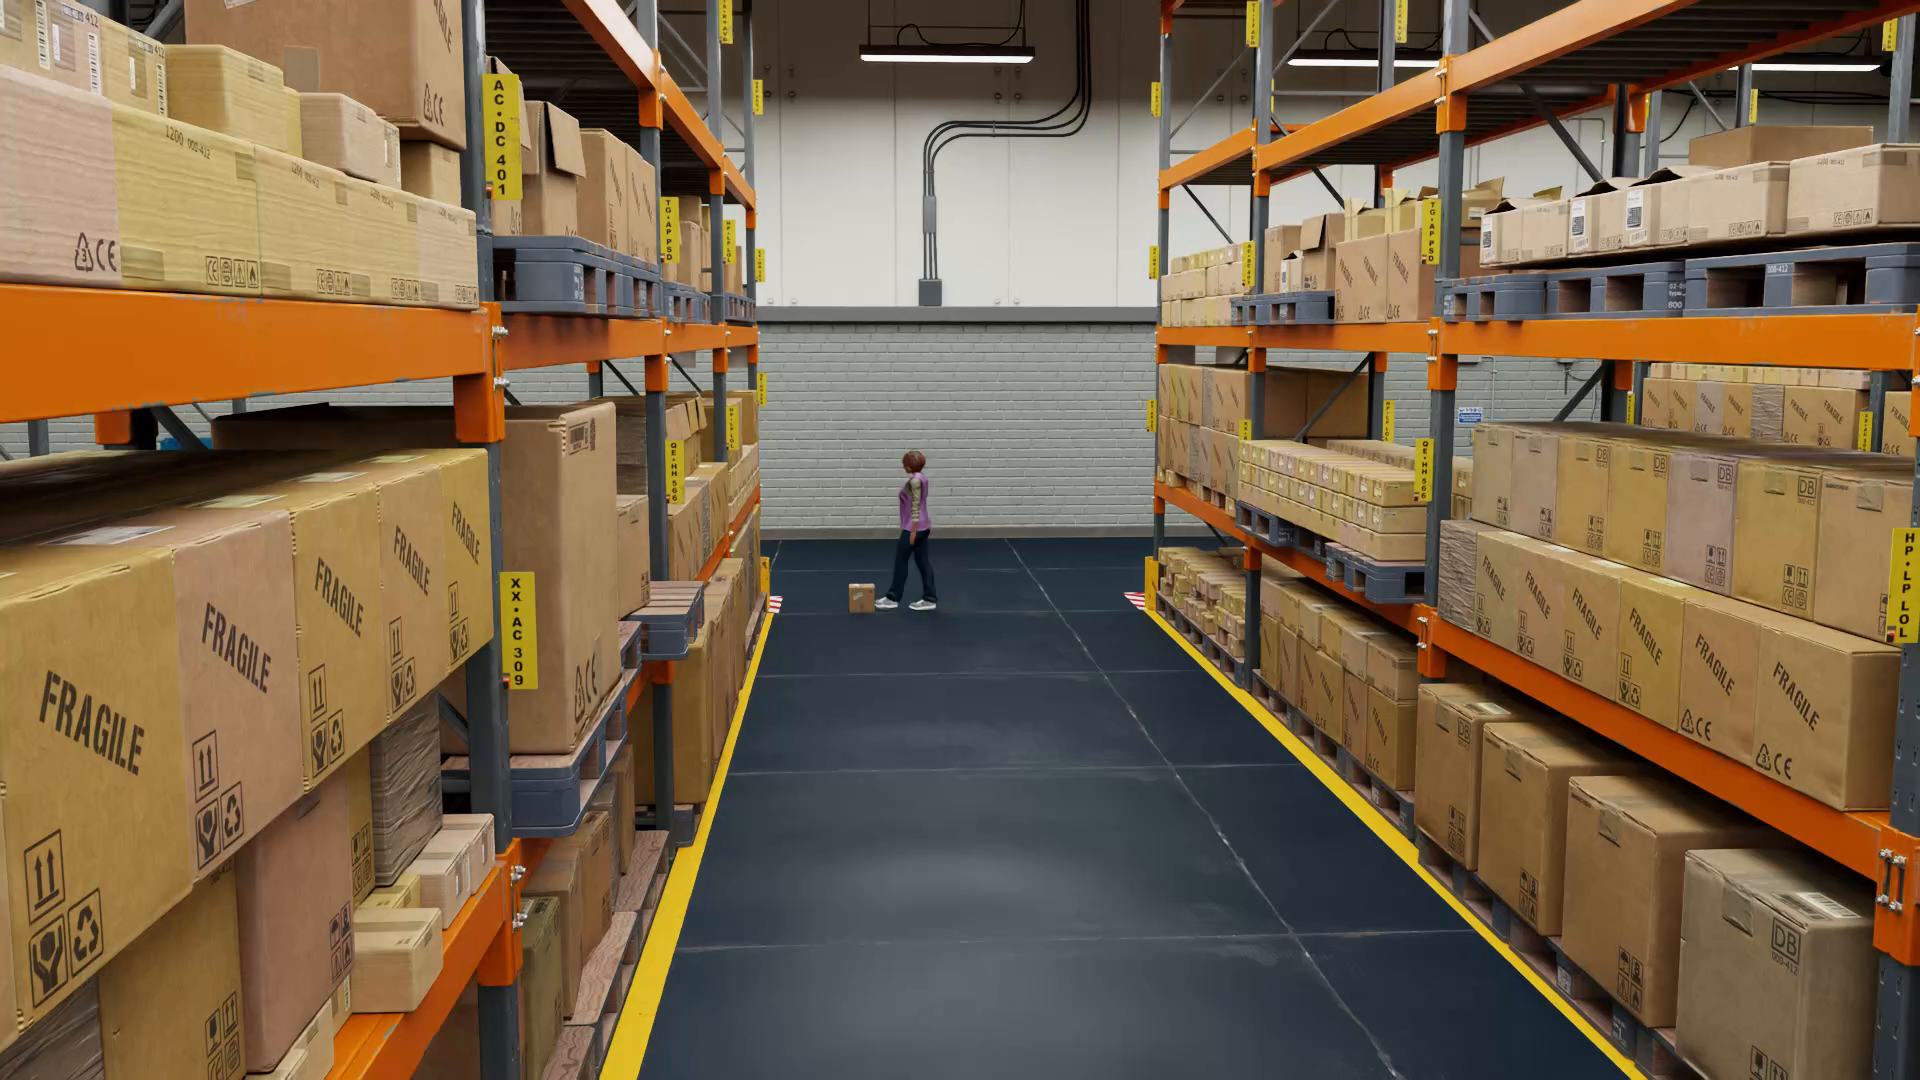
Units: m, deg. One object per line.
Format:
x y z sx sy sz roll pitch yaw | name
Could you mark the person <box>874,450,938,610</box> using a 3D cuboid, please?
-0.544 -0.100 16.537 0.667 1.589 0.413 2 7 15 | person
